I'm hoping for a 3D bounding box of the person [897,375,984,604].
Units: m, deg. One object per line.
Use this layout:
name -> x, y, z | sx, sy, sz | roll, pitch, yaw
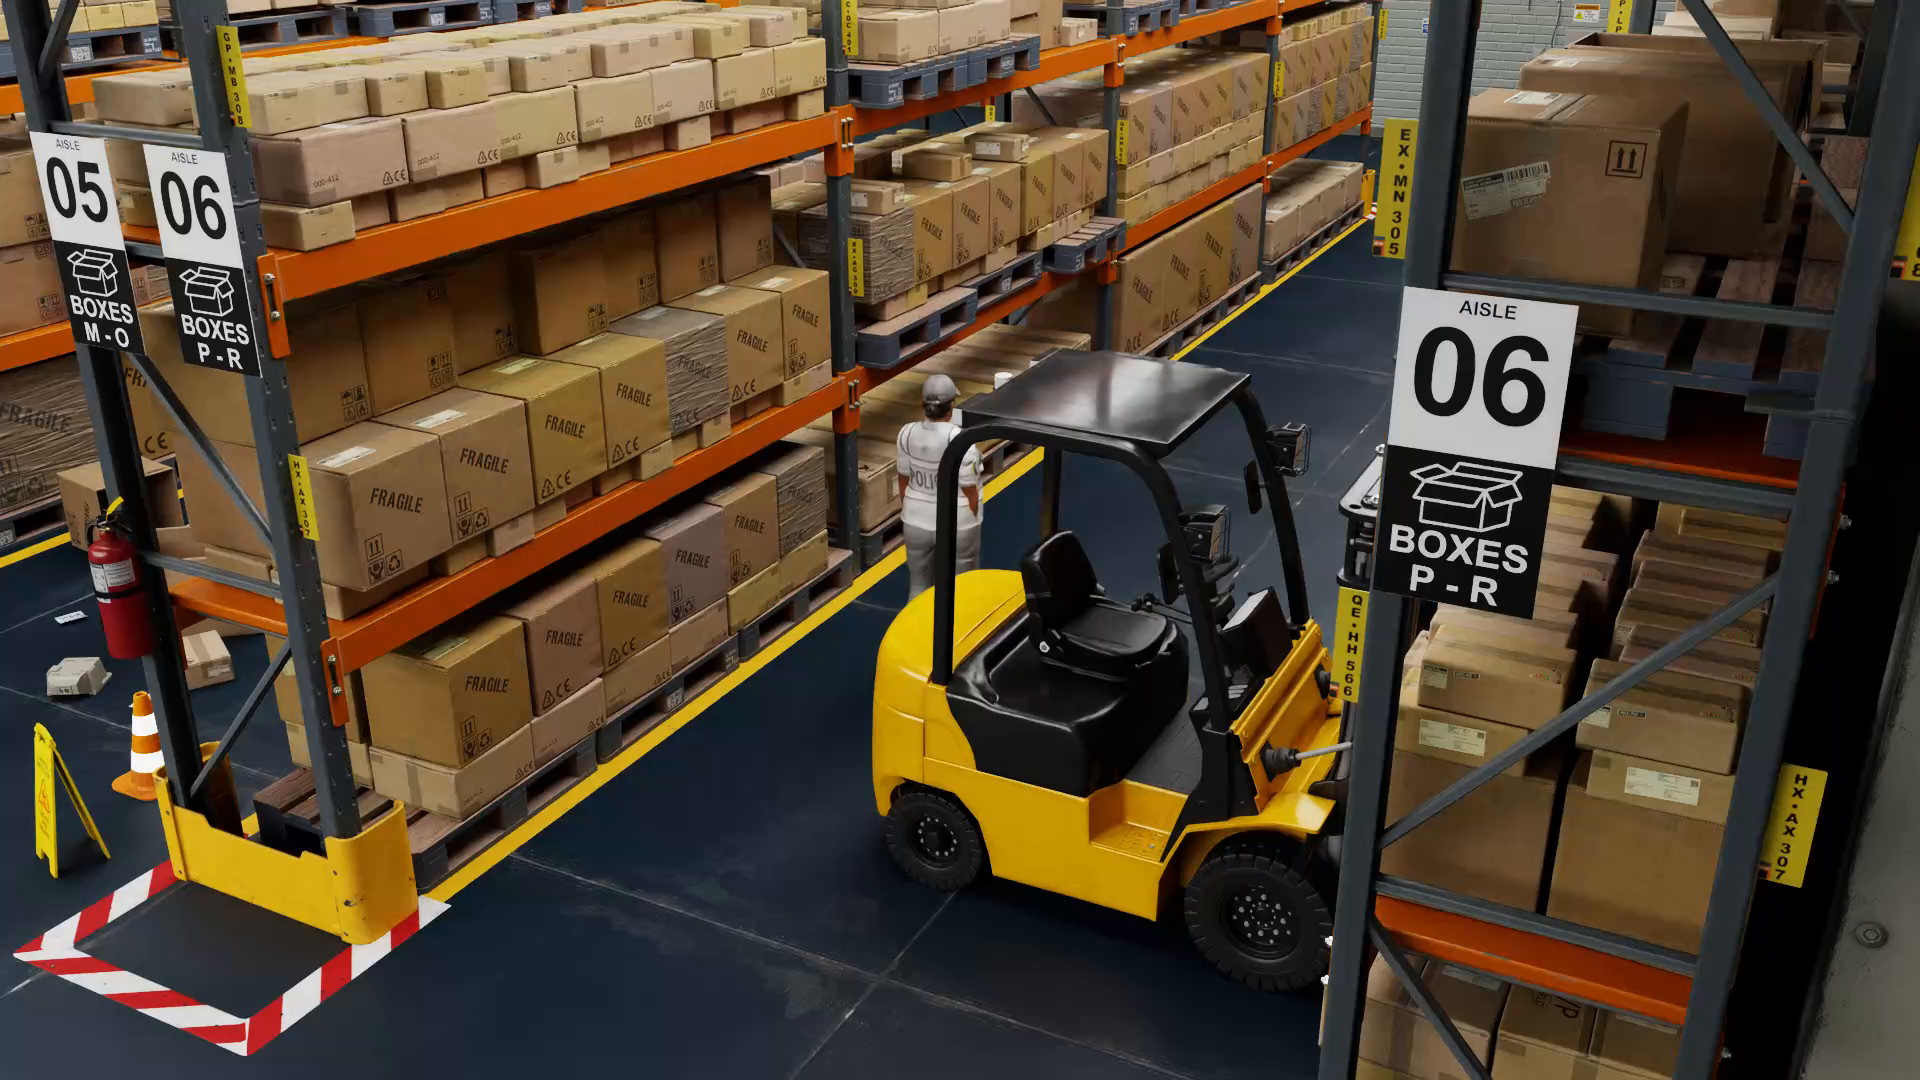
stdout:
person -> -0.101, -0.072, 8.774 | 0.469, 1.661, 0.391 | 11, 25, 25
